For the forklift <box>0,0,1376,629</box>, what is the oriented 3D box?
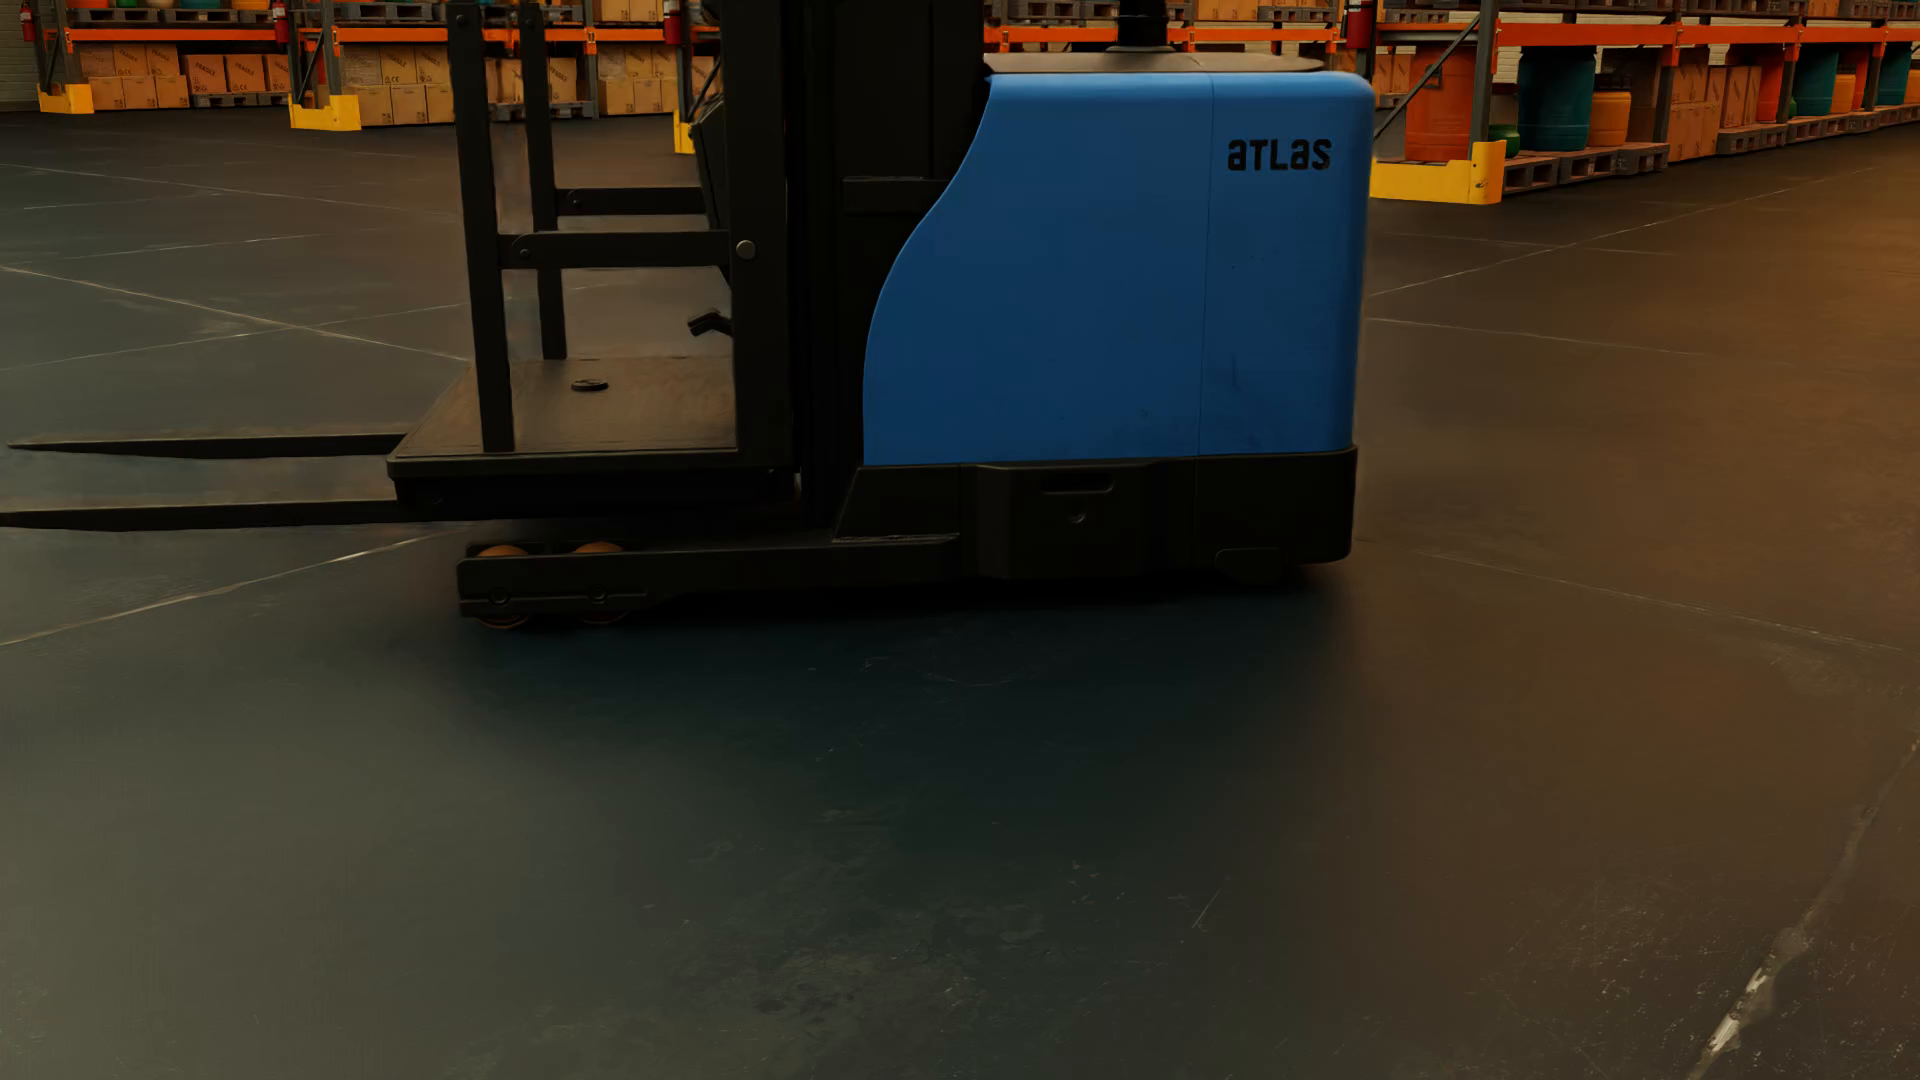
[{"bbox_3d":[-0.704,-1.385,3.459,3.031,2.935,1.130,-2,17,-7],"label":"forklift"}]
